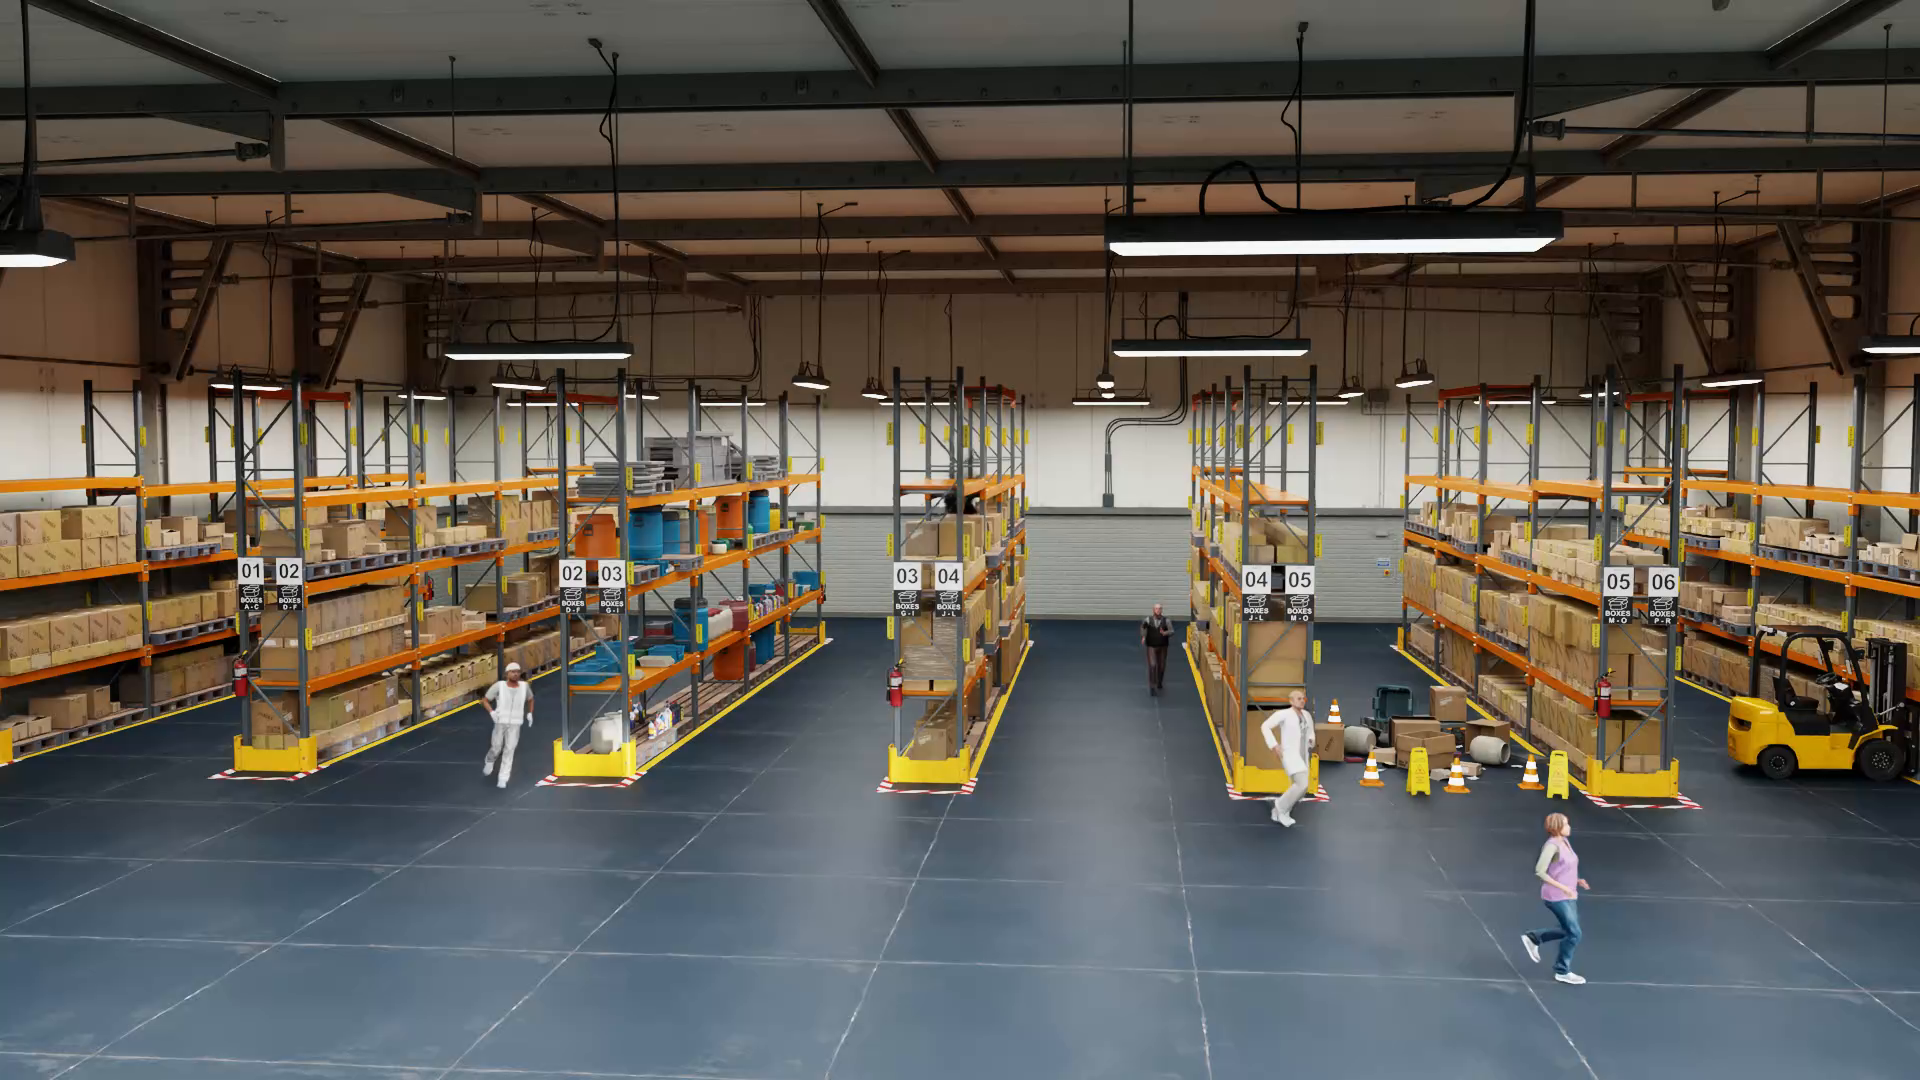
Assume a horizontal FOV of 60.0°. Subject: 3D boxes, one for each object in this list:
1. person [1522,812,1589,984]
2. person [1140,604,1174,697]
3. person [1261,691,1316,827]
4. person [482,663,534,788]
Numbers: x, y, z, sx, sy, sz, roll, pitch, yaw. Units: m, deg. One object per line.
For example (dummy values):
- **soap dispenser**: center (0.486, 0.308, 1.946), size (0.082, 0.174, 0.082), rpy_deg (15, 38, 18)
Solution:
- **person**: center (5.458, 3.274, 15.297), size (0.608, 1.549, 0.538), rpy_deg (3, 4, 38)
- **person**: center (3.835, 2.116, 32.348), size (0.643, 1.752, 0.892), rpy_deg (0, 4, 1)
- **person**: center (4.296, 2.806, 21.339), size (0.693, 1.742, 0.625), rpy_deg (-3, 5, -40)
- **person**: center (-6.489, 2.640, 23.978), size (0.744, 1.737, 0.903), rpy_deg (-2, 4, -24)
